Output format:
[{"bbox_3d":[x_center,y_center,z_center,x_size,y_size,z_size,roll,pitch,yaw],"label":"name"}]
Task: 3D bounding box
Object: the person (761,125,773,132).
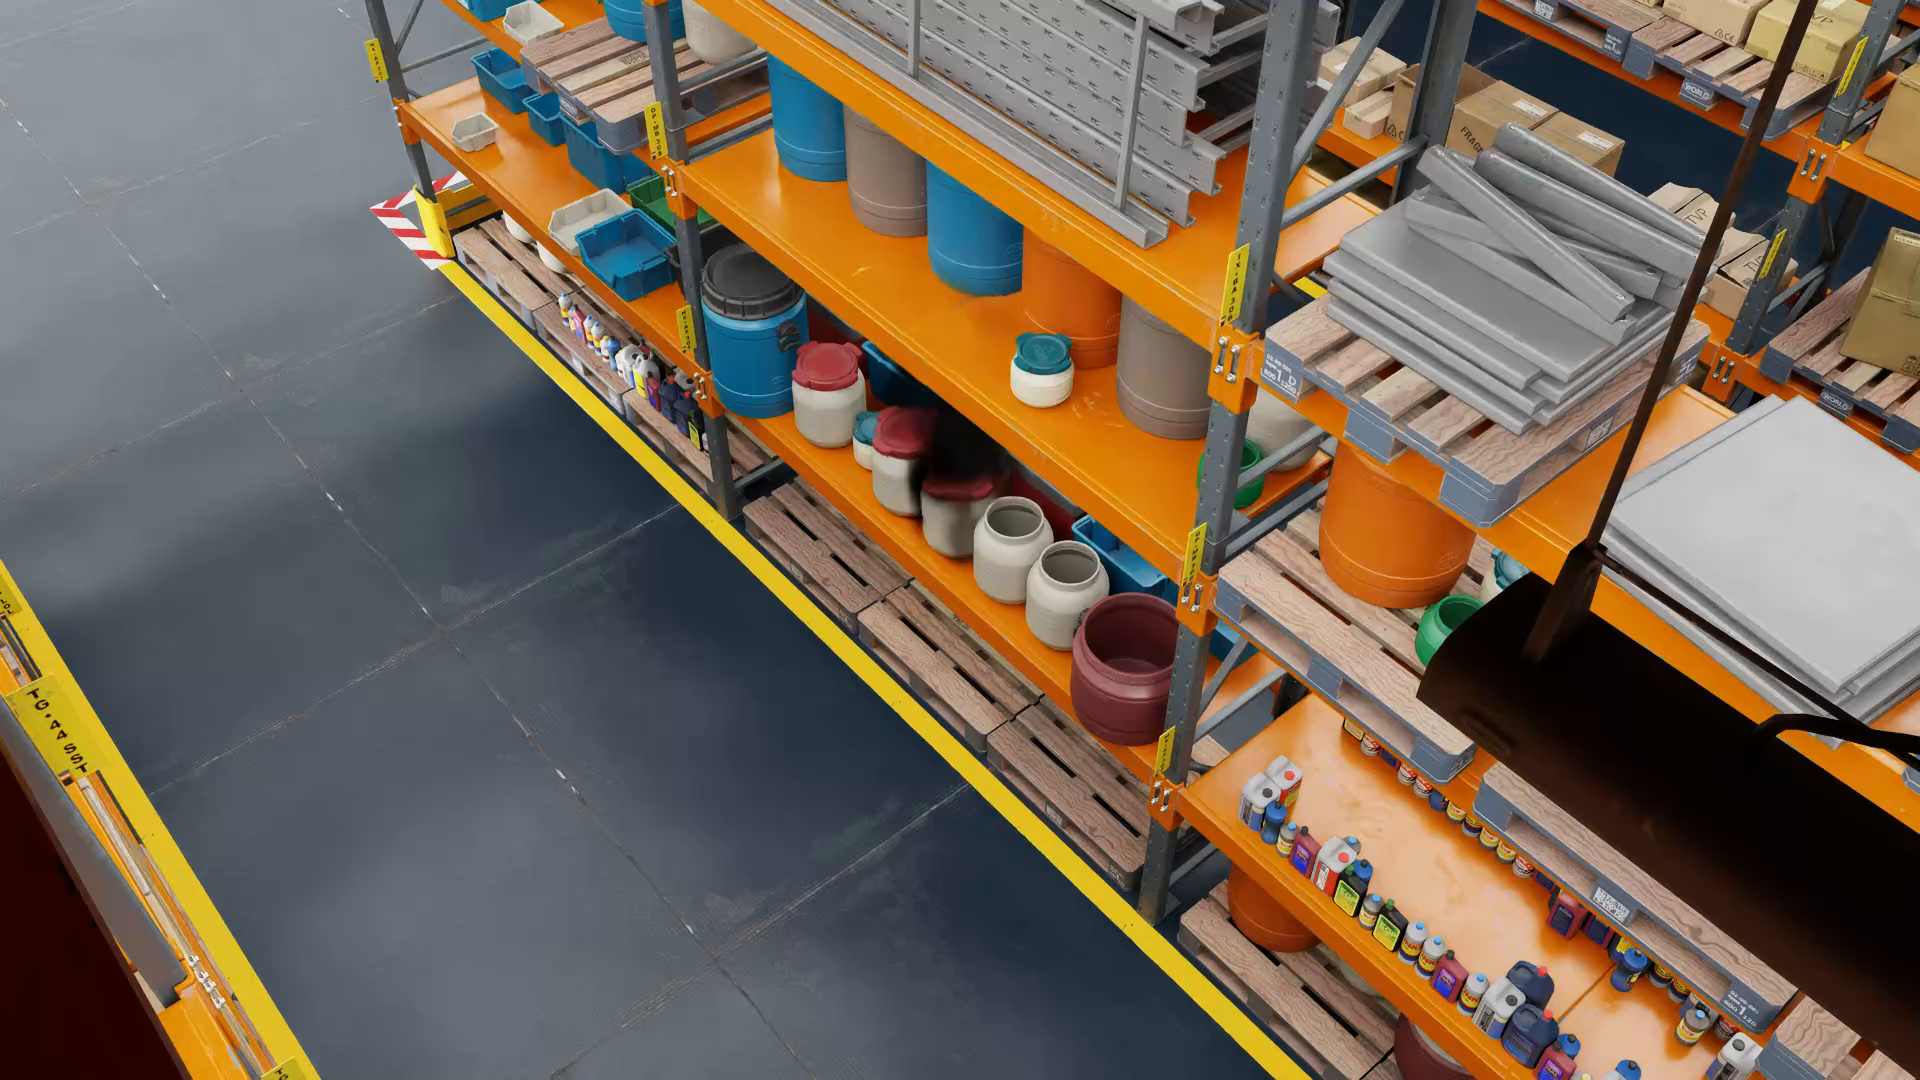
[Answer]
[{"bbox_3d":[-1.163,-2.660,12.194,0.750,1.599,0.624,33,55,28],"label":"person"}]
